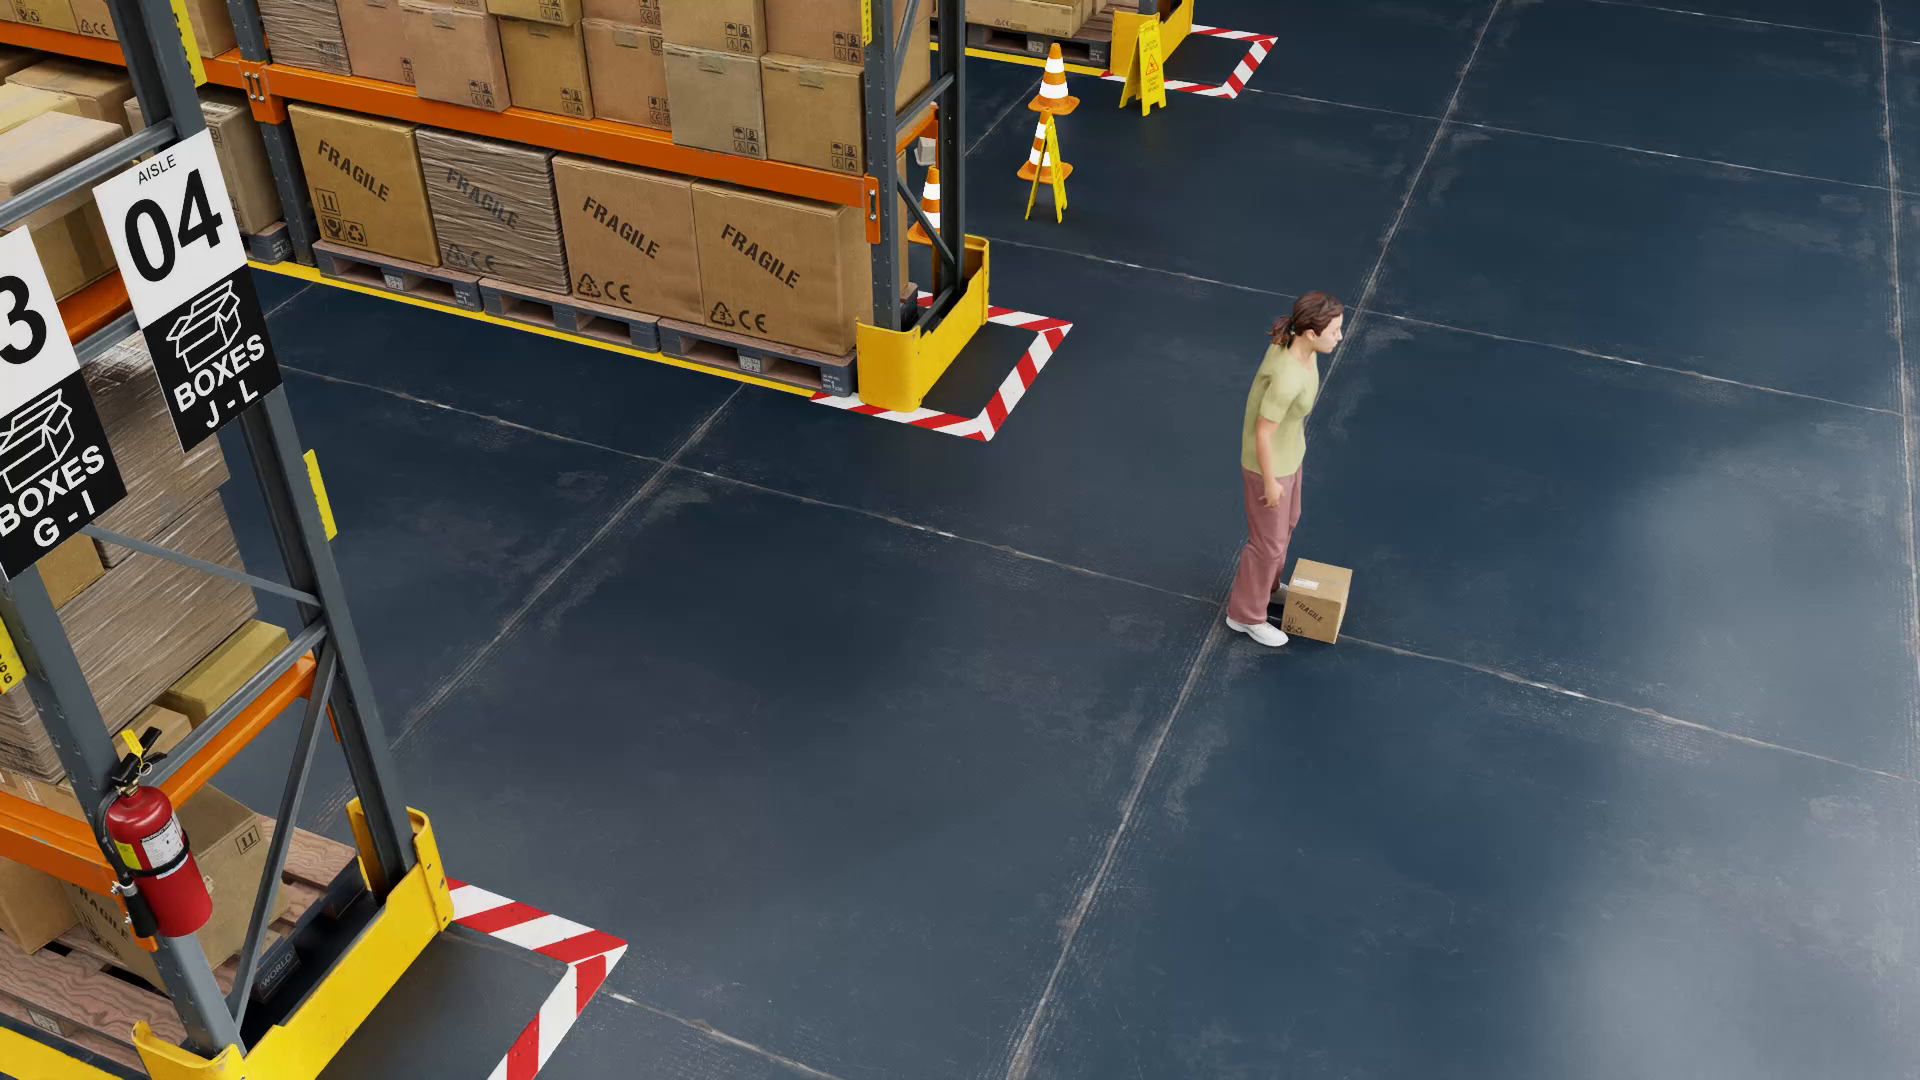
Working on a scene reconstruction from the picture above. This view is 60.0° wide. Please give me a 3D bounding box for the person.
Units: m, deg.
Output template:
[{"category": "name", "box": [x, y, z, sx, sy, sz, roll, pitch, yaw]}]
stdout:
[{"category": "person", "box": [1.402, -0.340, 7.260, 0.351, 1.672, 0.505, 14, 40, 17]}]
